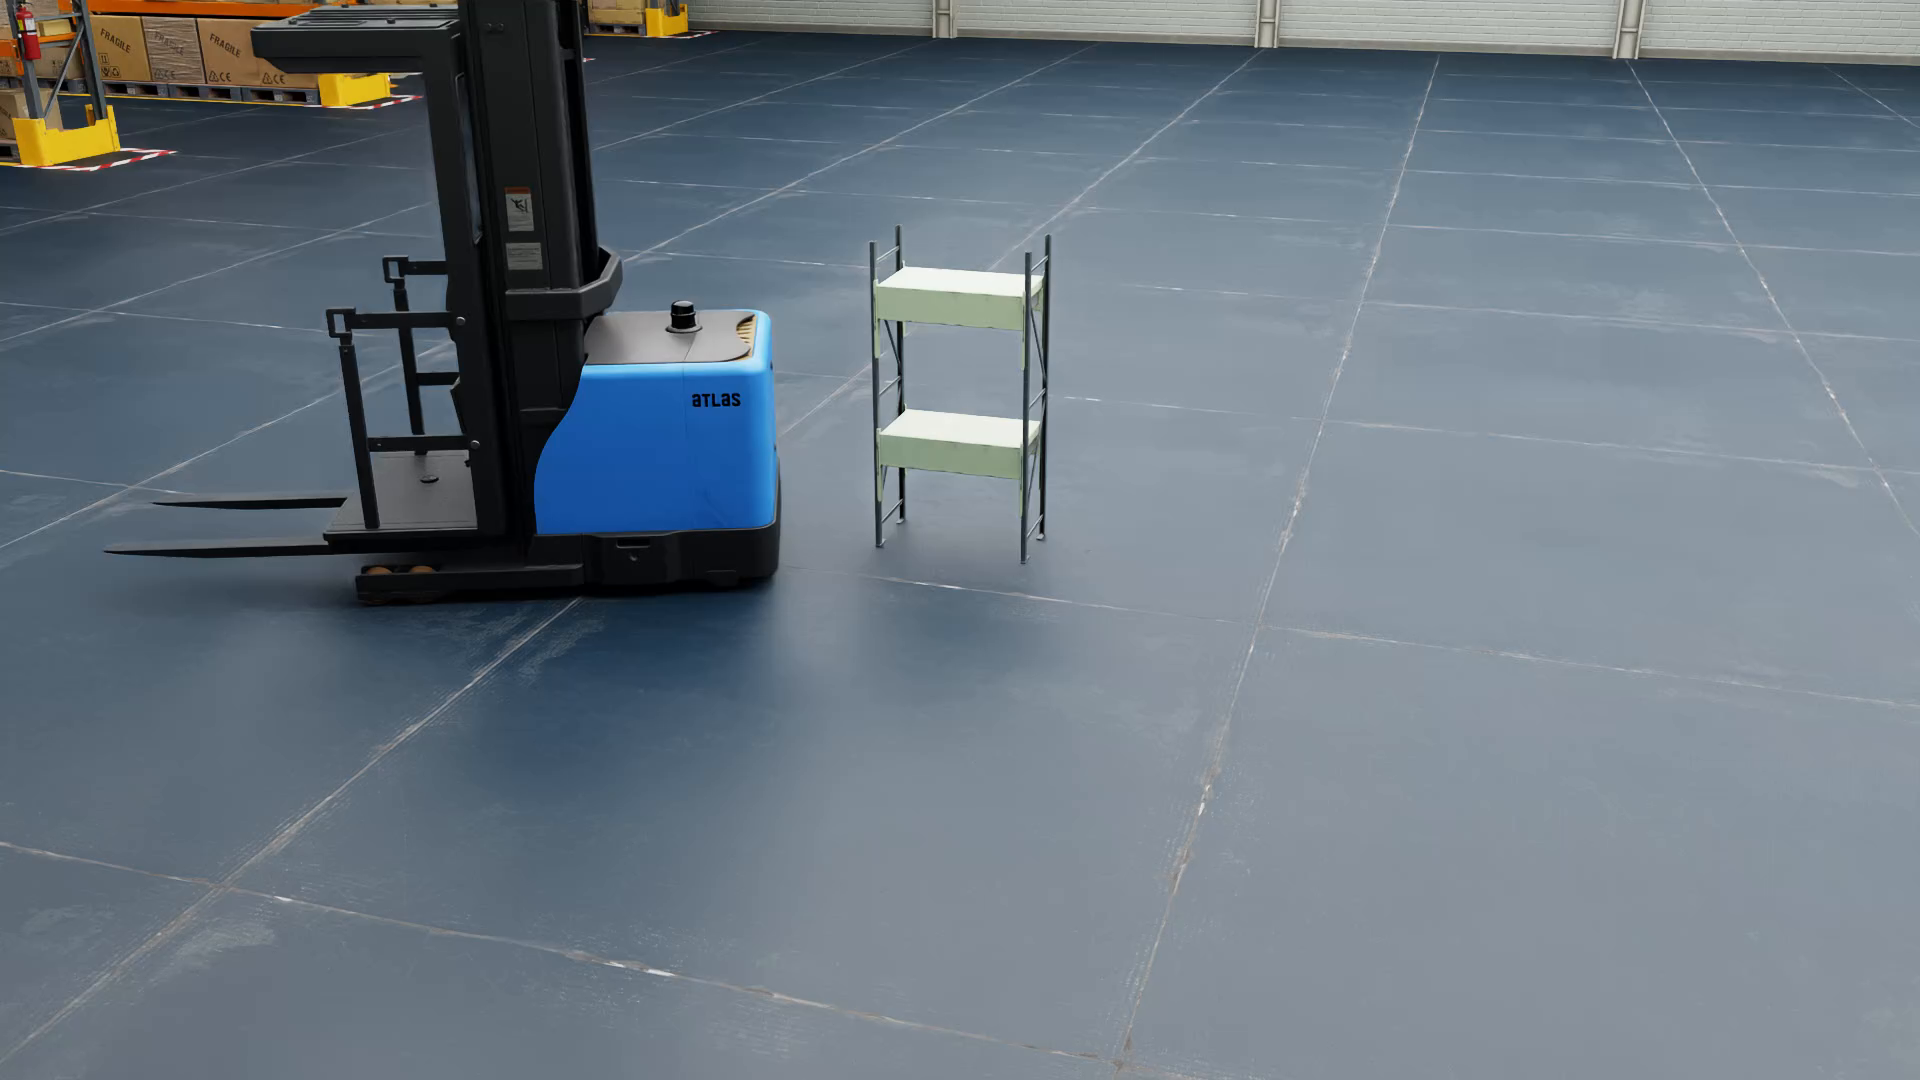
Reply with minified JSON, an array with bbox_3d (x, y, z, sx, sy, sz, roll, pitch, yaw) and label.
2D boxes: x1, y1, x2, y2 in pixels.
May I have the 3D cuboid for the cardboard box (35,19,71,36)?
[{"bbox_3d":[-10.116,-5.687,18.452,0.250,0.149,0.380,7,23,16],"label":"cardboard box"}]

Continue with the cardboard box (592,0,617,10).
[{"bbox_3d":[-6.653,-10.242,31.637,0.500,0.250,0.500,6,23,15],"label":"cardboard box"}]

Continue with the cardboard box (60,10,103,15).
[{"bbox_3d":[-15.346,-9.480,29.615,0.875,0.875,0.875,6,23,15],"label":"cardboard box"}]

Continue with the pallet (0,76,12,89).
[{"bbox_3d":[-14.145,-6.815,24.546,1.213,0.211,1.003,7,23,16],"label":"pallet"}]

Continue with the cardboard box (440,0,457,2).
[{"bbox_3d":[-8.263,-8.864,27.094,0.250,0.149,0.380,7,23,17],"label":"cardboard box"}]

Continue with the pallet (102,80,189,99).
[{"bbox_3d":[-11.507,-6.513,23.809,1.213,0.211,1.003,7,23,15],"label":"pallet"}]

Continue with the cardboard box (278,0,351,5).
[{"bbox_3d":[-8.751,-7.570,22.514,0.550,0.550,0.875,7,23,16],"label":"cardboard box"}]

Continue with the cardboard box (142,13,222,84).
[{"bbox_3d":[-10.767,-6.935,23.409,0.875,0.875,0.875,7,23,16],"label":"cardboard box"}]

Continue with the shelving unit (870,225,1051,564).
[{"bbox_3d":[0.006,-0.693,7.923,0.755,1.500,0.431,7,23,16],"label":"shelving unit"}]

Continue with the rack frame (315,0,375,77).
[{"bbox_3d":[-8.383,-7.477,22.484,0.127,3.000,1.000,7,23,16],"label":"rack frame"}]

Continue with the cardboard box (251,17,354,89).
[{"bbox_3d":[-9.051,-6.738,22.930,0.875,0.875,0.875,7,23,16],"label":"cardboard box"}]

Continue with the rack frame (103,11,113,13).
[{"bbox_3d":[-14.709,-10.163,29.033,0.127,3.000,1.000,7,23,16],"label":"rack frame"}]

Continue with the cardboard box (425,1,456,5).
[{"bbox_3d":[-8.393,-8.604,27.315,0.500,0.500,0.500,7,23,17],"label":"cardboard box"}]

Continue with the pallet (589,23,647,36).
[{"bbox_3d":[-6.364,-9.869,31.989,1.213,0.211,1.003,7,23,16],"label":"pallet"}]

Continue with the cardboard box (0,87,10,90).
[{"bbox_3d":[-11.088,-4.851,18.823,0.500,0.500,0.500,13,26,29],"label":"cardboard box"}]

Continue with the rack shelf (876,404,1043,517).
[{"bbox_3d":[0.006,-0.392,8.046,0.720,0.370,0.431,7,23,16],"label":"rack shelf"}]

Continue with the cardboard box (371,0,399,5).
[{"bbox_3d":[-9.381,-8.719,27.595,0.500,0.500,0.500,8,24,18],"label":"cardboard box"}]

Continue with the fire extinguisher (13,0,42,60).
[{"bbox_3d":[-9.936,-5.470,17.693,0.183,0.674,0.296,7,23,16],"label":"fire extinguisher"}]

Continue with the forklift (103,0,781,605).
[{"bbox_3d":[-2.387,-1.273,7.450,3.031,2.935,1.130,-2,22,-4],"label":"forklift"}]

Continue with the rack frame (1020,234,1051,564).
[{"bbox_3d":[0.357,-0.653,7.825,0.023,1.500,0.400,7,23,16],"label":"rack frame"}]

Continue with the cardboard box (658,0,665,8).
[{"bbox_3d":[-6.010,-10.370,31.950,0.500,0.250,0.500,7,23,16],"label":"cardboard box"}]

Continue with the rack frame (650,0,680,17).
[{"bbox_3d":[-5.620,-11.090,31.293,0.127,3.000,1.000,7,23,16],"label":"rack frame"}]

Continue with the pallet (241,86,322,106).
[{"bbox_3d":[-9.171,-6.246,23.157,1.213,0.211,1.003,7,23,15],"label":"pallet"}]

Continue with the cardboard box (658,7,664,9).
[{"bbox_3d":[-6.033,-10.137,32.039,0.500,0.250,0.500,7,23,16],"label":"cardboard box"}]

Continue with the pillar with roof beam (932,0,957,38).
[{"bbox_3d":[-1.525,-12.048,25.722,0.400,9.000,9.100,7,23,16],"label":"pillar with roof beam"}]

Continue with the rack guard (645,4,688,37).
[{"bbox_3d":[-5.597,-9.931,31.761,0.348,0.500,1.175,7,23,16],"label":"rack guard"}]

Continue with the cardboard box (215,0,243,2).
[{"bbox_3d":[-9.784,-7.730,22.903,0.550,0.550,0.875,7,23,16],"label":"cardboard box"}]

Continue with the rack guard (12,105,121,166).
[{"bbox_3d":[-9.985,-4.537,18.612,0.348,0.500,1.175,7,23,16],"label":"rack guard"}]

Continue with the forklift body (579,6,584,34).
[{"bbox_3d":[-7.962,-10.242,30.345,1.214,2.155,2.313,7,23,16],"label":"forklift body"}]

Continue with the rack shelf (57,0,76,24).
[{"bbox_3d":[-14.127,-7.802,24.224,4.000,0.370,1.077,7,23,16],"label":"rack shelf"}]

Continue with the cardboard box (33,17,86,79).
[{"bbox_3d":[-12.833,-7.104,23.986,0.750,0.750,1.050,6,23,15],"label":"cardboard box"}]

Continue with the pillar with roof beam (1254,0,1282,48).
[{"bbox_3d":[4.219,-11.390,24.119,0.400,9.000,9.100,7,23,16],"label":"pillar with roof beam"}]

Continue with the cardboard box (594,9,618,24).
[{"bbox_3d":[-6.634,-10.007,31.722,0.500,0.250,0.500,7,23,15],"label":"cardboard box"}]

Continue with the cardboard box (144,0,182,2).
[{"bbox_3d":[-10.840,-7.794,23.061,0.550,0.550,0.875,7,23,16],"label":"cardboard box"}]
